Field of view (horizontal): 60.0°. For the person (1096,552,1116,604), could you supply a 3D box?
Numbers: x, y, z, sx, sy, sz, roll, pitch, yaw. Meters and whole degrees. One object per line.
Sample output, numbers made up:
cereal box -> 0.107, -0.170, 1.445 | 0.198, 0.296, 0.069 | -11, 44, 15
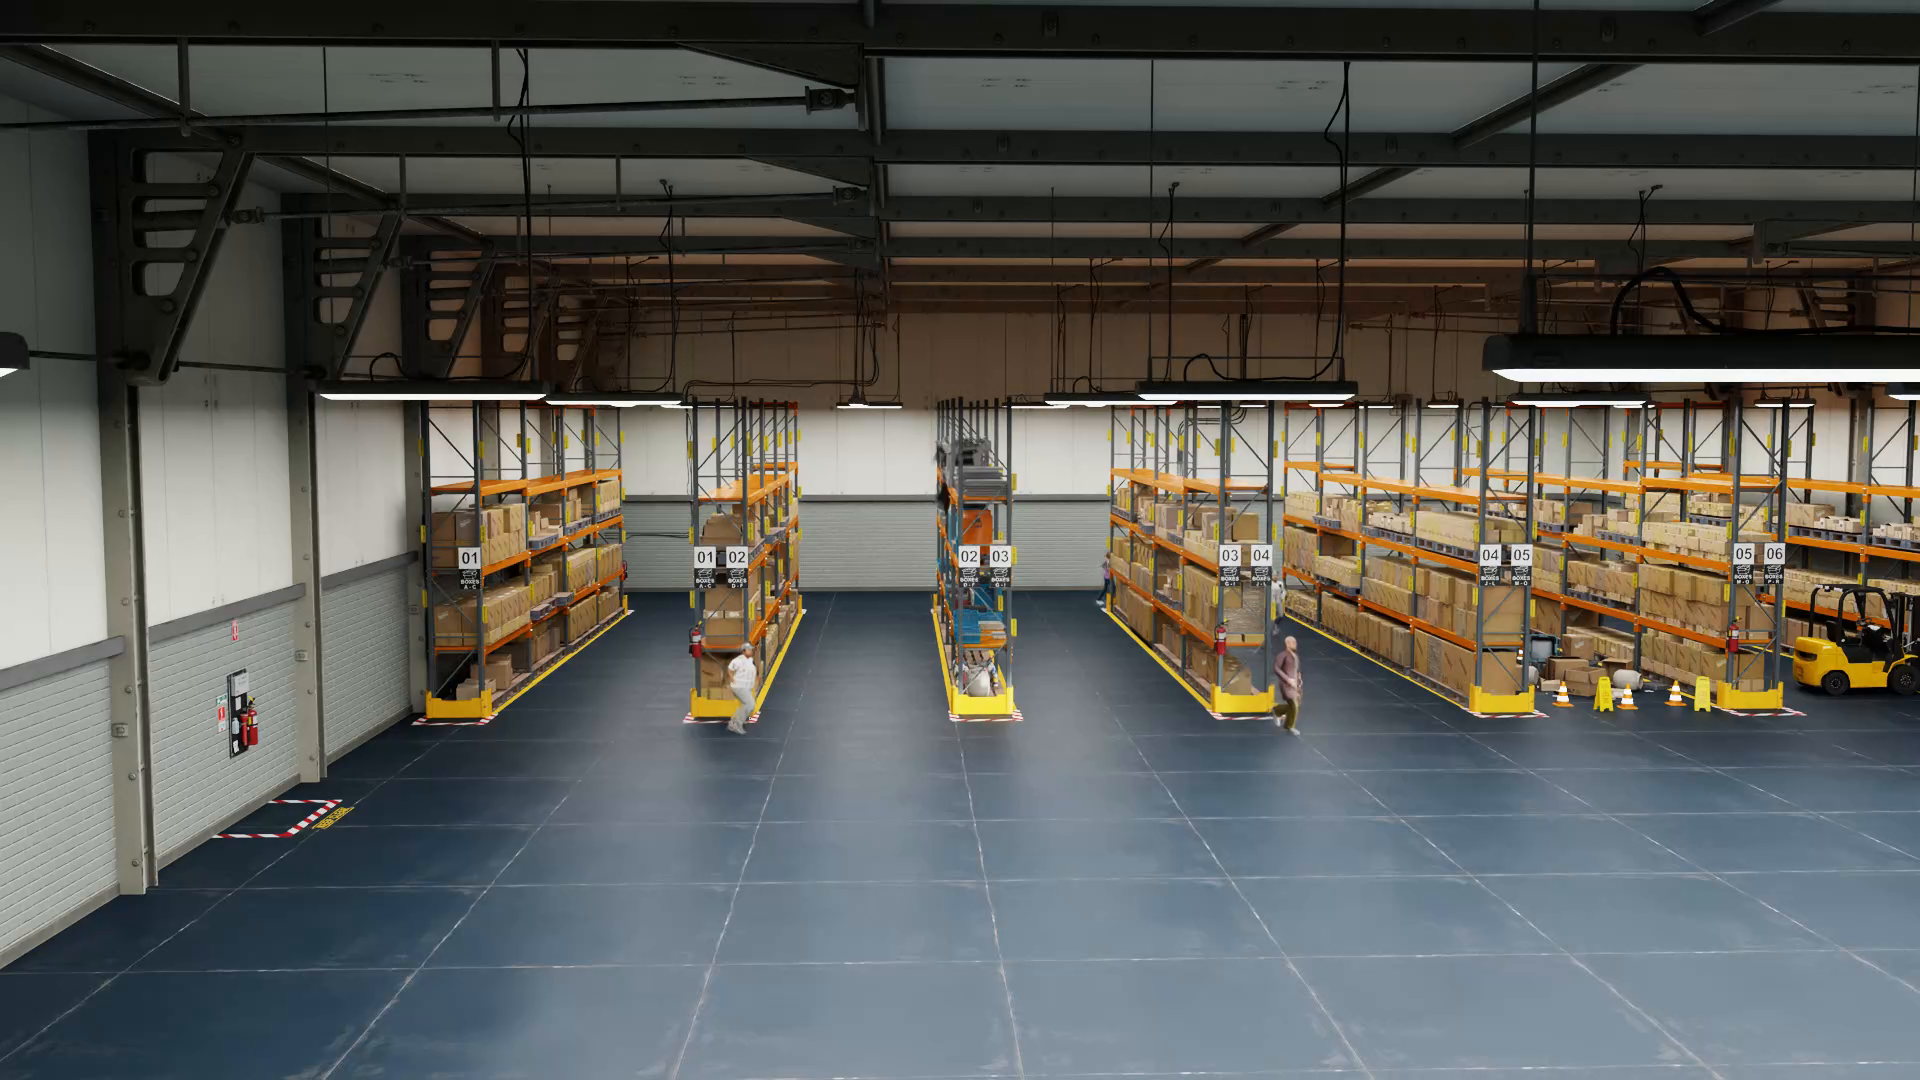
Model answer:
person -> 4.354, 1.155, 48.928 | 0.713, 1.640, 0.523 | 1, 5, 14

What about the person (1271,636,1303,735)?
person -> 5.800, 2.574, 29.643 | 0.673, 1.738, 0.724 | 4, 6, 41

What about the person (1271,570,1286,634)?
person -> 8.090, 1.602, 42.577 | 0.589, 1.653, 0.528 | 0, 4, -1

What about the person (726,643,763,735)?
person -> -3.842, 2.631, 29.532 | 0.719, 1.623, 0.537 | 2, 5, 23
